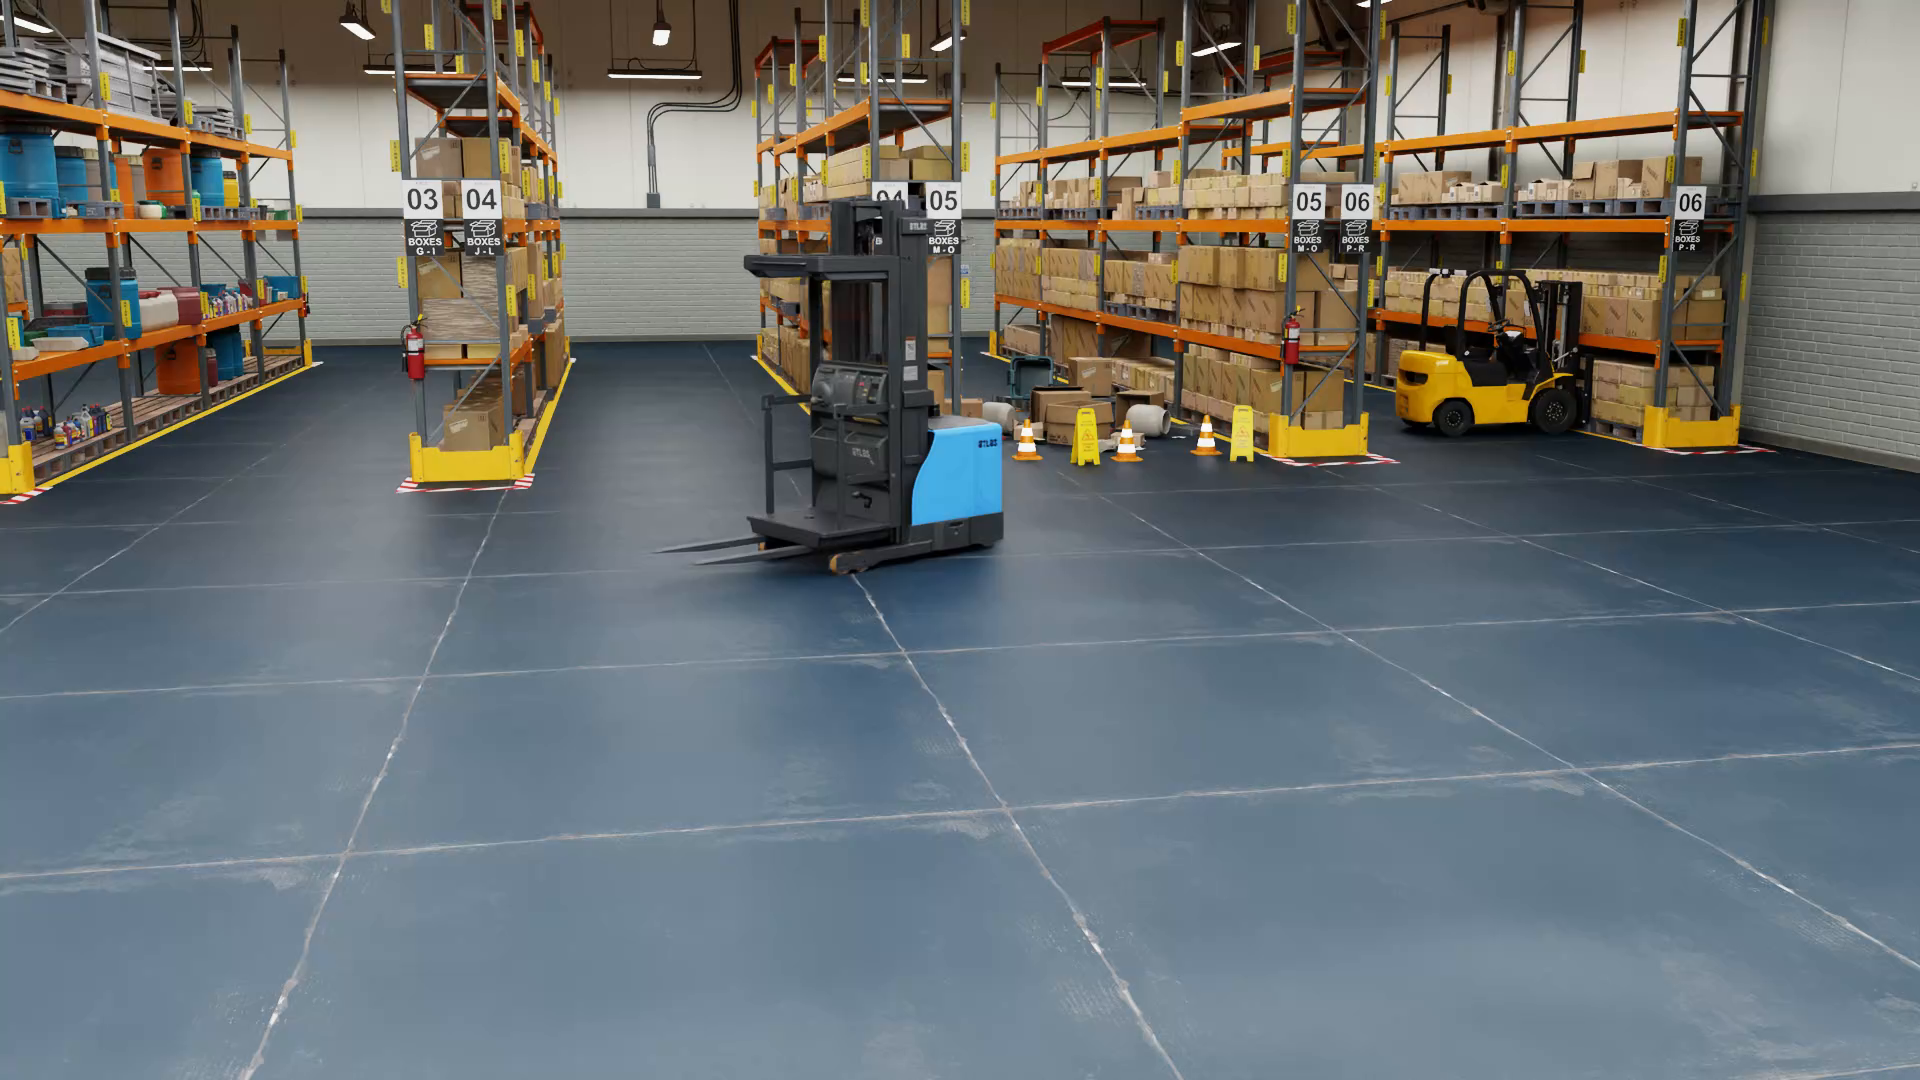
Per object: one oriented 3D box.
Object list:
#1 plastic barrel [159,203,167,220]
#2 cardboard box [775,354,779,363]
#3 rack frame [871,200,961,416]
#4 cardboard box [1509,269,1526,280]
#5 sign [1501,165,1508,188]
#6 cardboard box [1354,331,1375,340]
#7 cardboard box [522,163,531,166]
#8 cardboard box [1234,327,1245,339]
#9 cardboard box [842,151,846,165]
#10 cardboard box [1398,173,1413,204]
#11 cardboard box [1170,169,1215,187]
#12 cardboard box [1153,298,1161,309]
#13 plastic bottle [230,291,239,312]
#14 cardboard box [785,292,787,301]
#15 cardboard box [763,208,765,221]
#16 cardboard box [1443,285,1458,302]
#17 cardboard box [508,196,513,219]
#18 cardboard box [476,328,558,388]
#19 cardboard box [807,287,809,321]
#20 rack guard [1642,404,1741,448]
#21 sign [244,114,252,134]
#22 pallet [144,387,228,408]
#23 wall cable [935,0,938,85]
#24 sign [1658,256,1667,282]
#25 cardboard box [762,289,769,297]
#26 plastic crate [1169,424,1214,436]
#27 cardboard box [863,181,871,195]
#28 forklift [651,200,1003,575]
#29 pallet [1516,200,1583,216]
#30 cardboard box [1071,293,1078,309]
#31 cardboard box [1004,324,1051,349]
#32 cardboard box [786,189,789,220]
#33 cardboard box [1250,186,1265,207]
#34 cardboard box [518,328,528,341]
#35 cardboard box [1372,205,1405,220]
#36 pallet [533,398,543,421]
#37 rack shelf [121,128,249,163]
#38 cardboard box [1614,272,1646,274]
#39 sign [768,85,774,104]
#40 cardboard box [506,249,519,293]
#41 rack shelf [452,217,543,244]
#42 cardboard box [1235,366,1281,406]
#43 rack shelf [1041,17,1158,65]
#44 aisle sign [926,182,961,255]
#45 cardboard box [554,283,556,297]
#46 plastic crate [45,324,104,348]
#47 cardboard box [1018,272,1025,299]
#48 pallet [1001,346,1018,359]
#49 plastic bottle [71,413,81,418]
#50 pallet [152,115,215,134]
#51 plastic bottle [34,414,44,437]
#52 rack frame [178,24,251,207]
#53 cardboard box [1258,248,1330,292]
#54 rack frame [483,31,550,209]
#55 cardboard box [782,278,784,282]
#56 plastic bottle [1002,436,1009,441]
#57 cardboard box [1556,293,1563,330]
[{"bbox_3d":[-11.691,-4.778,24.168,0.294,0.245,0.294,0,11,0],"label":"plastic barrel"},{"bbox_3d":[-3.234,-3.365,30.853,0.380,0.149,0.250,-2,11,-10],"label":"cardboard box"},{"bbox_3d":[-0.490,-2.298,18.750,1.000,3.000,0.127,-2,11,-11],"label":"rack frame"},{"bbox_3d":[8.207,-3.856,24.138,0.380,0.149,0.250,-2,11,-10],"label":"cardboard box"},{"bbox_3d":[7.906,-5.272,24.128,0.100,0.325,0.005,-2,11,-11],"label":"sign"},{"bbox_3d":[7.223,-3.623,29.534,0.380,0.149,0.250,-2,11,-13],"label":"cardboard box"},{"bbox_3d":[-7.885,-6.657,29.962,0.500,0.250,0.500,-3,11,-15],"label":"cardboard box"},{"bbox_3d":[3.746,-2.666,21.355,0.380,0.149,0.250,-2,11,-12],"label":"cardboard box"},{"bbox_3d":[-1.234,-4.671,20.342,0.380,0.149,0.250,-2,11,-11],"label":"cardboard box"},{"bbox_3d":[7.560,-5.782,27.371,0.500,0.500,0.500,-2,11,-11],"label":"cardboard box"},{"bbox_3d":[3.331,-5.184,23.829,0.500,0.250,0.500,-2,11,-10],"label":"cardboard box"},{"bbox_3d":[3.078,-3.493,24.574,0.380,0.149,0.250,-2,11,-12],"label":"cardboard box"},{"bbox_3d":[-12.031,-3.943,27.520,0.144,0.351,0.185,-2,11,-11],"label":"plastic bottle"},{"bbox_3d":[-2.639,-3.968,27.070,0.380,0.149,0.250,-2,11,-11],"label":"cardboard box"},{"bbox_3d":[-3.554,-6.350,32.418,0.500,0.250,0.500,-2,11,-13],"label":"cardboard box"},{"bbox_3d":[7.889,-3.853,25.979,0.500,0.250,0.500,-2,11,-10],"label":"cardboard box"},{"bbox_3d":[-5.414,-3.820,19.121,0.500,0.250,0.500,-2,11,-11],"label":"cardboard box"},{"bbox_3d":[-7.044,-2.894,26.437,1.225,0.875,0.875,-3,11,-14],"label":"cardboard box"},{"bbox_3d":[-2.024,-3.537,24.990,0.500,0.500,0.500,-2,11,-11],"label":"cardboard box"},{"bbox_3d":[9.219,-1.446,20.956,1.175,0.500,0.348,-2,11,-11],"label":"rack guard"},{"bbox_3d":[-12.027,-7.021,28.078,0.100,0.325,0.005,-2,11,-11],"label":"sign"},{"bbox_3d":[-11.983,-2.197,25.675,1.003,0.211,1.213,-2,11,-11],"label":"pallet"},{"bbox_3d":[-1.666,-12.302,39.218,2.355,3.000,0.029,-2,11,-11],"label":"wall cable"},{"bbox_3d":[8.679,-3.346,20.524,0.100,0.325,0.005,-2,11,-11],"label":"sign"},{"bbox_3d":[-3.770,-4.942,33.309,0.380,0.149,0.250,-2,11,-13],"label":"cardboard box"},{"bbox_3d":[3.069,-1.479,22.251,0.402,0.080,0.583,-6,13,-31],"label":"plastic crate"},{"bbox_3d":[-0.887,-3.953,18.700,0.380,0.149,0.250,-2,11,-11],"label":"cardboard box"},{"bbox_3d":[-1.067,-1.271,13.537,3.031,2.935,1.130,-9,14,-40],"label":"forklift"},{"bbox_3d":[8.628,-4.686,23.510,1.003,0.211,1.213,-2,11,-11],"label":"pallet"},{"bbox_3d":[2.240,-4.160,28.931,0.500,0.250,0.500,-2,11,-12],"label":"cardboard box"},{"bbox_3d":[1.461,-4.262,34.794,0.875,0.438,0.875,-3,11,-13],"label":"cardboard box"},{"bbox_3d":[-2.609,-5.567,27.633,0.500,0.500,0.500,-2,11,-11],"label":"cardboard box"},{"bbox_3d":[3.899,-4.220,20.428,0.500,0.250,0.500,-2,11,-12],"label":"cardboard box"},{"bbox_3d":[-5.635,-2.582,20.912,0.380,0.149,0.250,-2,11,-11],"label":"cardboard box"},{"bbox_3d":[7.321,-5.631,28.636,0.500,0.250,0.500,-2,11,-13],"label":"cardboard box"},{"bbox_3d":[-6.546,-1.867,23.943,1.003,0.211,1.213,-2,11,-11],"label":"pallet"},{"bbox_3d":[-12.178,-6.188,26.133,1.077,0.370,4.000,-2,11,-11],"label":"rack shelf"},{"bbox_3d":[9.086,-3.546,22.507,0.380,0.149,0.250,-2,11,-11],"label":"cardboard box"},{"bbox_3d":[-3.359,-7.928,29.572,0.100,0.325,0.005,-2,11,-11],"label":"sign"},{"bbox_3d":[-5.403,-3.117,19.316,0.500,0.500,0.500,-2,11,-11],"label":"cardboard box"},{"bbox_3d":[-6.541,-4.357,23.468,1.077,0.370,4.000,-2,11,-11],"label":"rack shelf"},{"bbox_3d":[3.830,-1.954,21.165,0.500,0.500,0.500,-2,11,-9],"label":"cardboard box"},{"bbox_3d":[2.401,-8.557,28.625,1.077,0.370,4.000,-2,11,-11],"label":"rack shelf"},{"bbox_3d":[-0.182,-3.573,18.496,0.394,0.787,0.004,-2,11,-11],"label":"aisle sign"},{"bbox_3d":[-7.543,-4.506,29.952,0.500,0.250,0.500,-2,11,-12],"label":"cardboard box"},{"bbox_3d":[-10.529,-2.424,19.807,0.499,0.251,0.616,-2,11,-11],"label":"plastic crate"},{"bbox_3d":[1.454,-5.009,32.721,0.500,0.500,0.500,-2,11,-12],"label":"cardboard box"},{"bbox_3d":[1.467,-3.918,34.716,1.003,0.211,1.213,-2,11,-11],"label":"pallet"},{"bbox_3d":[-10.706,-1.415,20.218,0.152,0.276,0.135,-2,11,-11],"label":"plastic bottle"},{"bbox_3d":[-11.899,-6.215,24.857,1.213,0.211,1.003,-2,11,-11],"label":"pallet"},{"bbox_3d":[-11.114,-1.381,20.048,0.097,0.271,0.097,0,11,0],"label":"plastic bottle"},{"bbox_3d":[-12.567,-7.104,27.956,1.000,3.000,0.127,-2,11,-11],"label":"rack frame"},{"bbox_3d":[4.033,-3.269,20.113,0.700,0.500,0.500,-2,11,-12],"label":"cardboard box"},{"bbox_3d":[-7.708,-7.285,28.902,1.000,3.000,0.127,-2,11,-11],"label":"rack frame"},{"bbox_3d":[-2.744,-4.357,27.523,0.380,0.149,0.250,-2,11,-9],"label":"cardboard box"},{"bbox_3d":[0.479,-1.310,21.416,0.283,0.061,0.133,-6,13,-31],"label":"plastic bottle"},{"bbox_3d":[8.484,-3.182,23.126,0.500,0.500,0.500,-2,11,-12],"label":"cardboard box"}]
